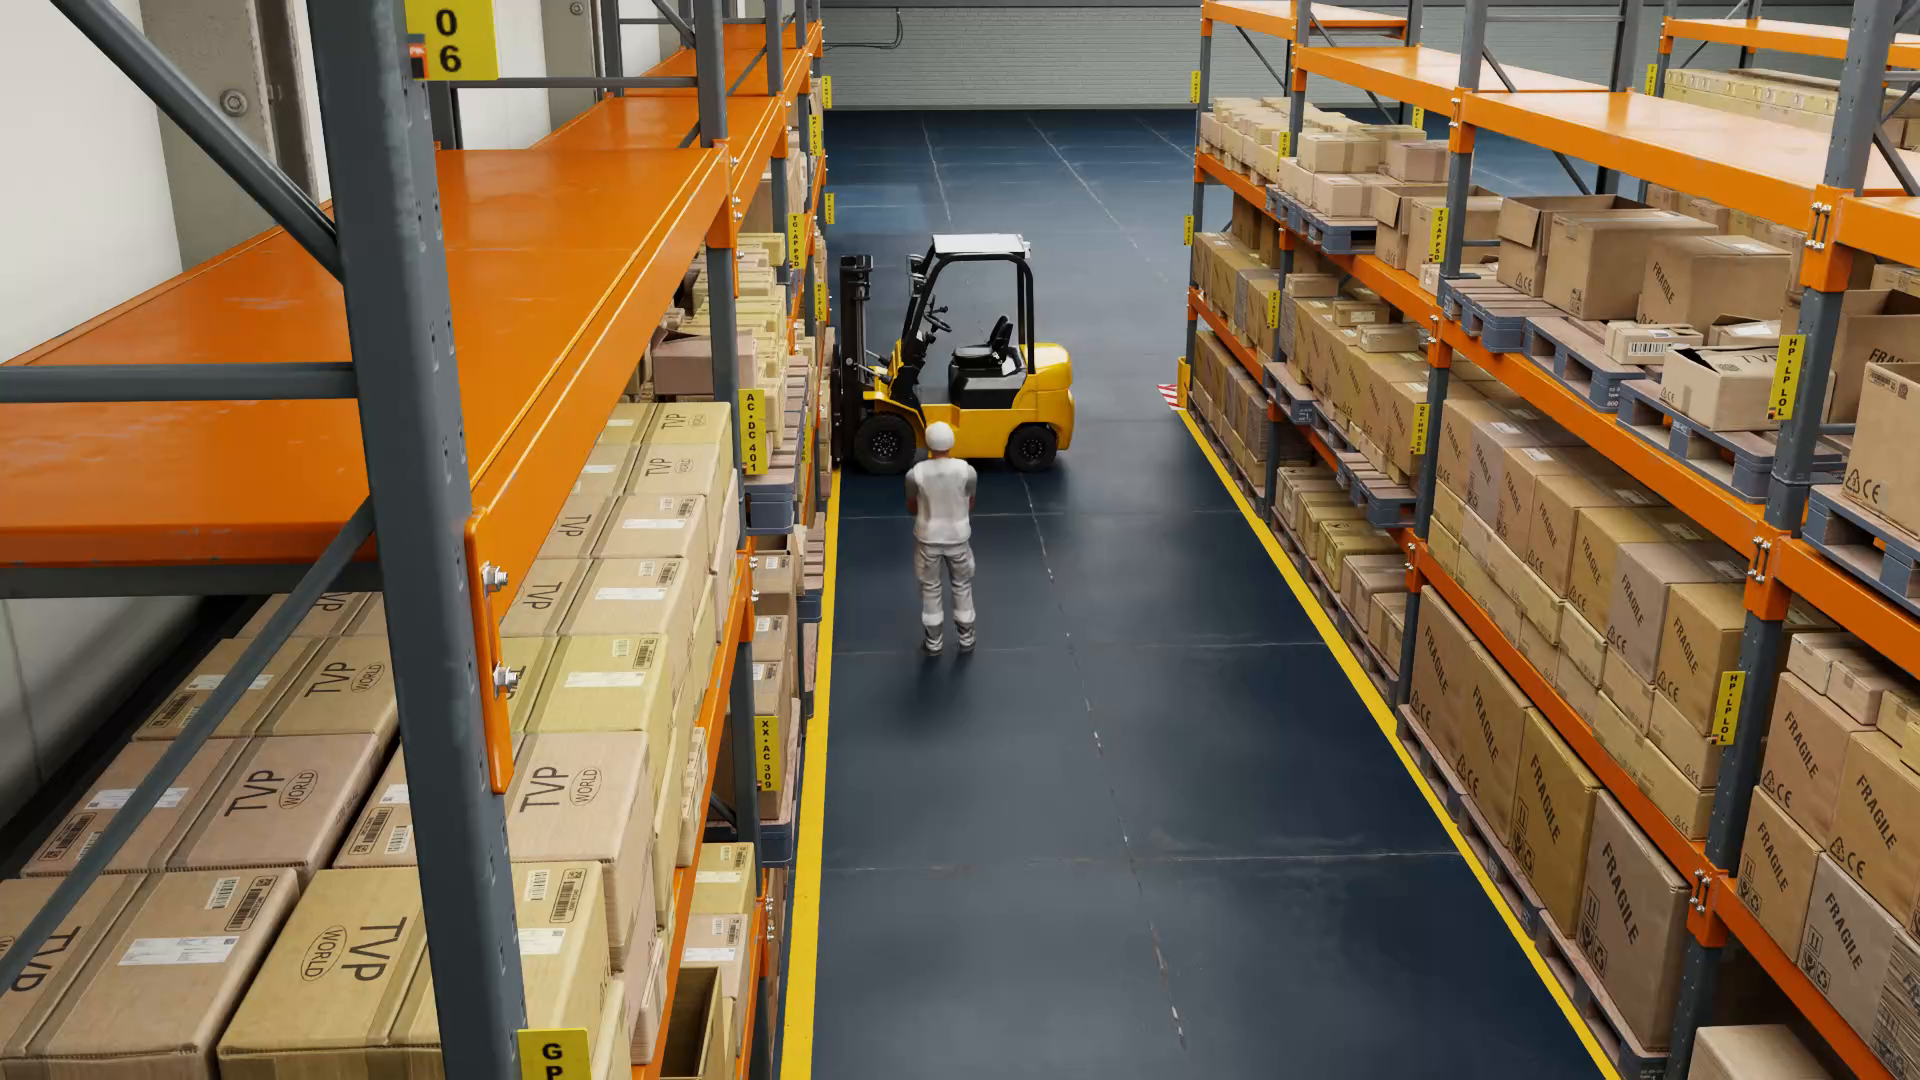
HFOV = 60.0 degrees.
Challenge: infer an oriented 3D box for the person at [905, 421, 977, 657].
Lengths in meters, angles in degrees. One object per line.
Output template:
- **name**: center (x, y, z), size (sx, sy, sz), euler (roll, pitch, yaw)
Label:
- **person**: center (-0.132, -0.034, 11.988), size (0.525, 1.793, 0.542), euler (-1, 20, -3)
